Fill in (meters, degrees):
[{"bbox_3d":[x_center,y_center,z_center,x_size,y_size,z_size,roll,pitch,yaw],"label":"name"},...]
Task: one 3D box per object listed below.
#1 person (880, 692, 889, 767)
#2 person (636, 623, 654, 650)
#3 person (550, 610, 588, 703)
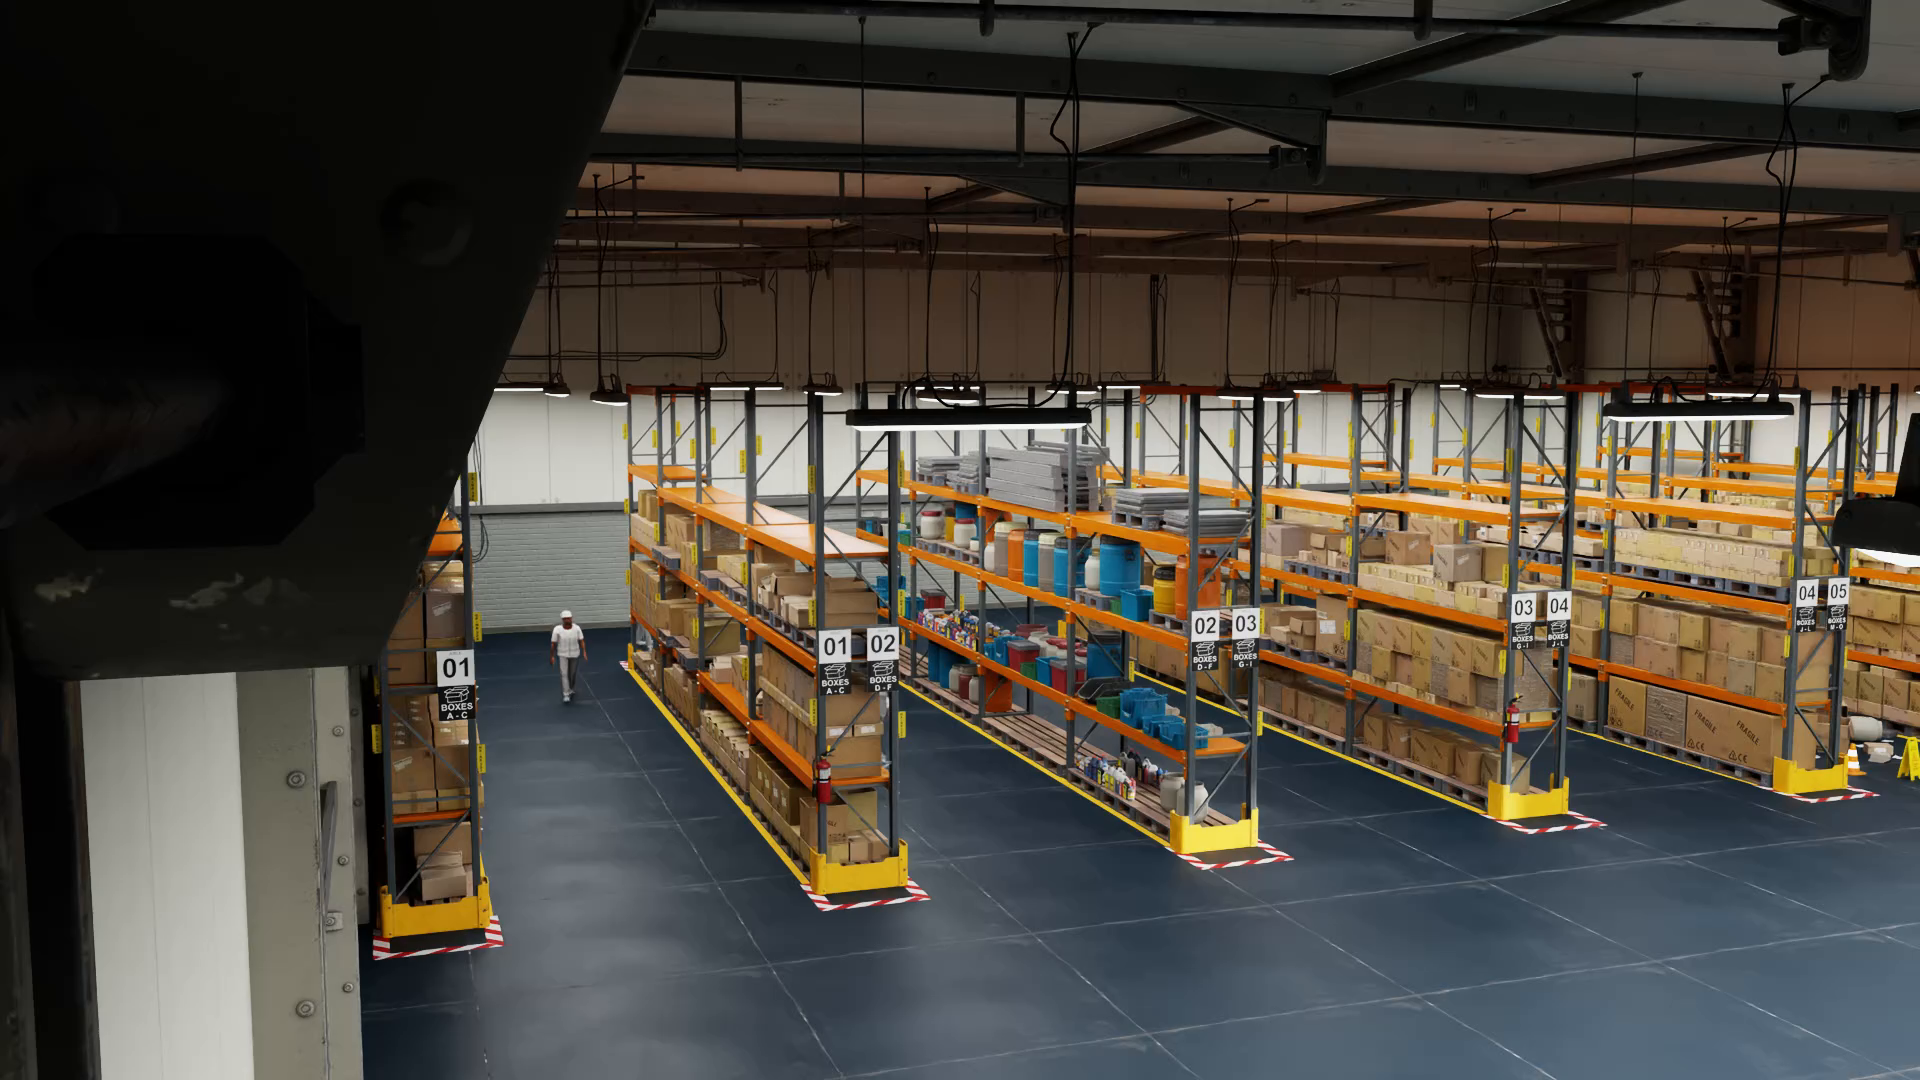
[{"bbox_3d":[-1.315,2.803,26.531,0.453,1.543,0.969,-6,8,-44],"label":"person"},{"bbox_3d":[-7.123,1.630,37.698,0.860,1.682,0.478,4,7,37],"label":"person"},{"bbox_3d":[-7.464,2.195,31.706,0.697,1.707,1.085,-2,6,-18],"label":"person"}]
